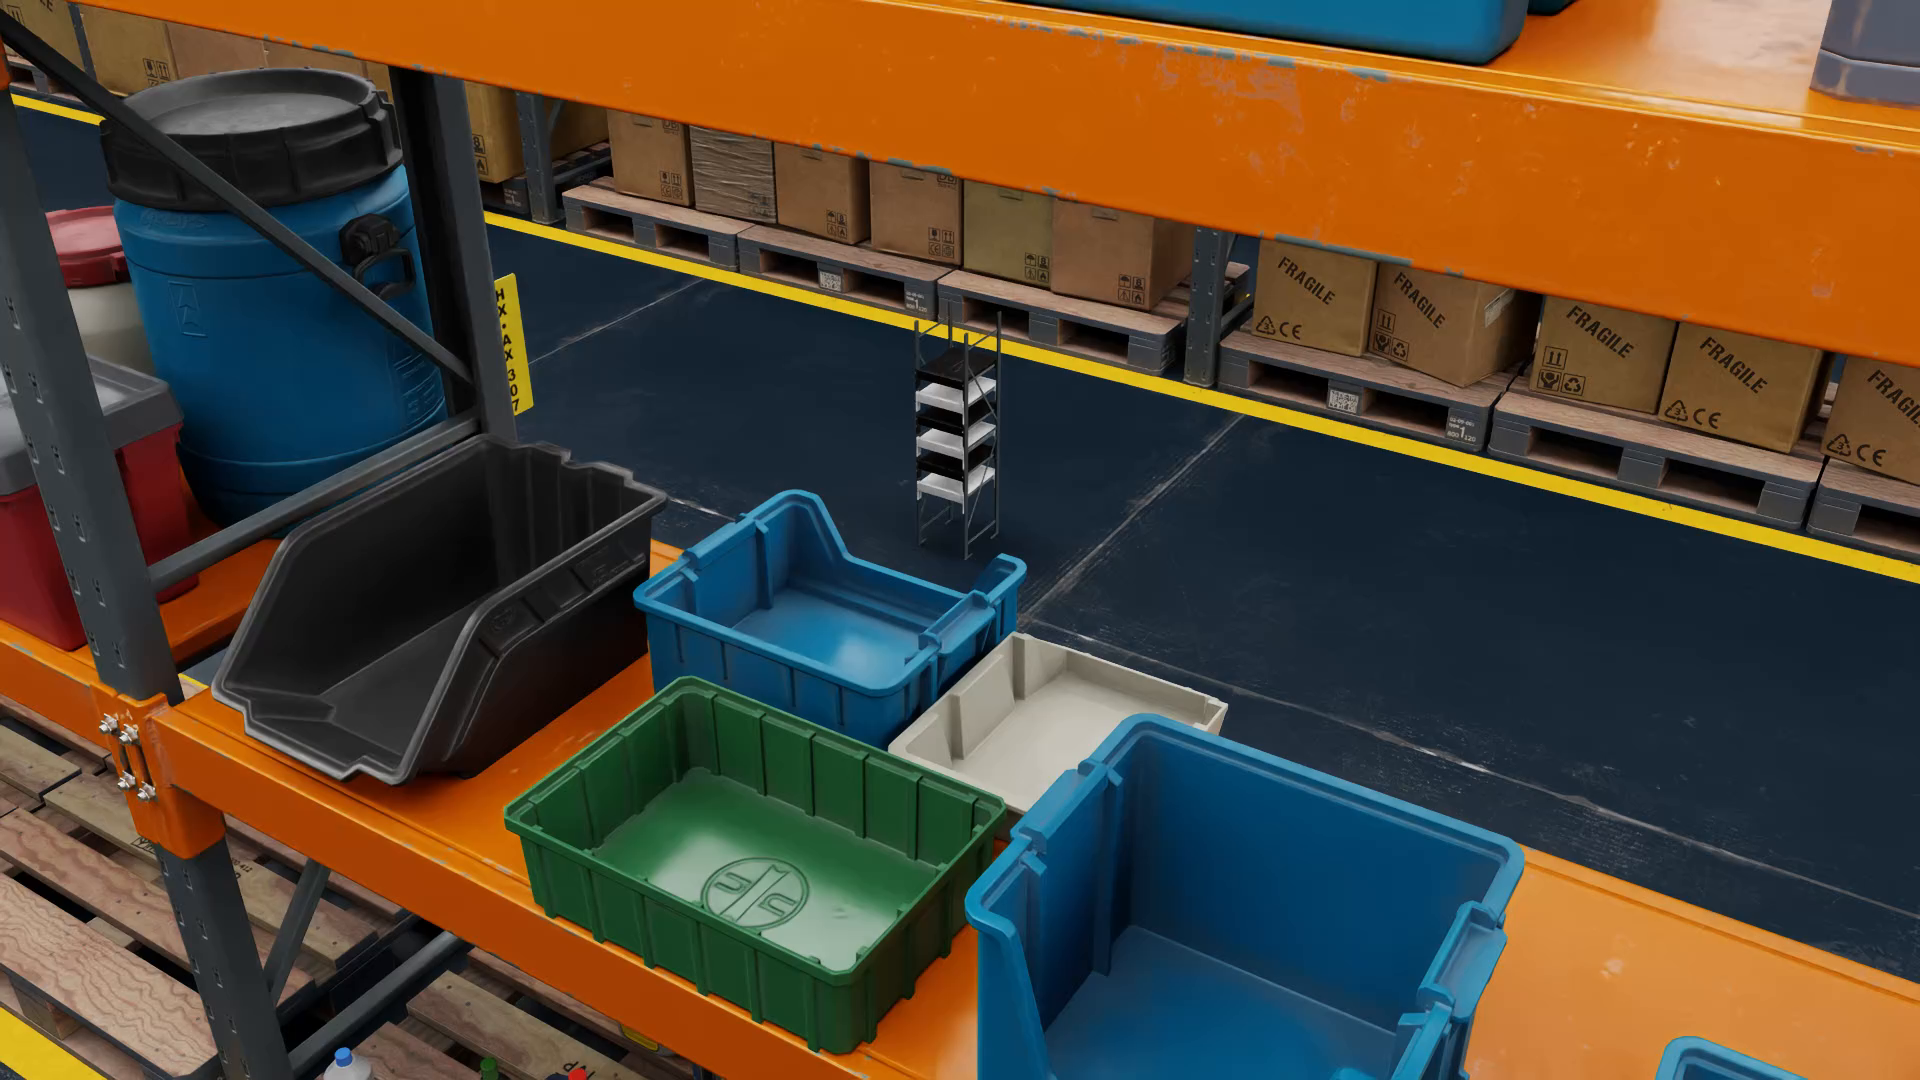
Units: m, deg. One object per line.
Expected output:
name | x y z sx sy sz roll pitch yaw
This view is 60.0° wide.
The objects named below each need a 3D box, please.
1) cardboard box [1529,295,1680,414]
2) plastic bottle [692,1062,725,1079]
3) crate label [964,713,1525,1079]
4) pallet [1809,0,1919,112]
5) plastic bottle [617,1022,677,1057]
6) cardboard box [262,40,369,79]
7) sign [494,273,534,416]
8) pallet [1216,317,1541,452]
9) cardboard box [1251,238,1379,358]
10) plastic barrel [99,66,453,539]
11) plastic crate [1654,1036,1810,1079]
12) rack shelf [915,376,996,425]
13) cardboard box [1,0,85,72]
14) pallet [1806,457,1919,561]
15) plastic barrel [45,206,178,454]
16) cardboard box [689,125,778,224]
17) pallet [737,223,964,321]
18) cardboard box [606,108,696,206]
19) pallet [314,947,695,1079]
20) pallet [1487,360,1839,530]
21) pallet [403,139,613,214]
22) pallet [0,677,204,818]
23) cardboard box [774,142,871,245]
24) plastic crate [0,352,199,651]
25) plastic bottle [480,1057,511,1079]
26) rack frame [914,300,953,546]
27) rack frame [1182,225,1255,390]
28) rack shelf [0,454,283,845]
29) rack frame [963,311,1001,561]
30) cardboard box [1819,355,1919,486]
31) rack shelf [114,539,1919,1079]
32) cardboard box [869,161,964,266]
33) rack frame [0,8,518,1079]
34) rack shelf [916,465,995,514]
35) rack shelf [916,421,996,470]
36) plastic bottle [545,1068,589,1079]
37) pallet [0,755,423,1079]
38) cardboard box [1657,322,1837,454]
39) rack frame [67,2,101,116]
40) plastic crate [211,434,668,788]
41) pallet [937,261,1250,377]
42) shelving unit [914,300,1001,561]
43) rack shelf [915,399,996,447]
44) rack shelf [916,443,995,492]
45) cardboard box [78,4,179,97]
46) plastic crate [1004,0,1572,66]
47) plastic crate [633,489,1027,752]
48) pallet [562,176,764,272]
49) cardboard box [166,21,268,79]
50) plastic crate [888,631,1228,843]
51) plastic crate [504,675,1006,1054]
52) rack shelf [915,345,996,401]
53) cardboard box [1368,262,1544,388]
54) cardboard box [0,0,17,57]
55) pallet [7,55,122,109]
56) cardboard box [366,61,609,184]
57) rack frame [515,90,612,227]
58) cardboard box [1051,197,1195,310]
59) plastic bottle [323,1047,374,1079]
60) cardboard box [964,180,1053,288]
cardboard box | 2.689 -0.888 6.859 0.500 0.500 0.500 14 33 23
plastic bottle | -0.515 1.078 3.692 0.135 0.276 0.152 18 35 27
crate label | 0.367 0.599 2.211 0.616 0.435 0.502 18 35 27
pallet | 1.421 -0.485 1.315 1.213 0.211 1.003 18 35 27
plastic bottle | -0.696 0.986 3.775 0.185 0.351 0.144 18 35 27
cardboard box | -3.397 -2.964 10.046 0.875 0.875 1.225 18 35 27
sign | -1.016 -0.431 3.737 0.005 0.325 0.100 18 35 27
pallet | 1.902 -0.824 7.453 1.213 0.211 1.003 18 35 27
cardboard box | 1.632 -1.171 7.344 0.500 0.500 0.500 16 34 26
plastic barrel | -1.484 -0.528 3.682 0.708 0.901 0.600 18 35 27
plastic crate | 0.940 0.874 1.923 0.408 0.251 0.499 18 35 27
rack shelf | -0.007 -0.518 5.953 0.200 0.077 0.258 18 35 27
cardboard box | -5.977 -3.811 11.497 0.875 0.875 0.875 18 35 27
pallet | 3.969 -0.170 6.332 1.213 0.211 1.003 18 35 27
plastic barrel | -2.012 -0.488 3.975 0.433 0.535 0.433 0 30 0
cardboard box | -1.018 -2.061 8.850 0.500 0.500 0.700 15 33 23
pallet | -0.383 -1.523 8.651 1.213 0.211 1.003 18 35 27
cardboard box | -1.495 -2.204 9.095 0.500 0.500 0.700 16 34 25
pallet | -0.772 1.323 3.773 1.213 0.211 1.003 18 35 27
pallet | 2.940 -0.497 6.893 1.213 0.211 1.003 18 35 27
pallet | -2.701 -2.304 9.989 1.213 0.211 1.003 18 35 27
pallet | -3.042 0.605 5.003 1.213 0.211 1.003 18 35 27
cardboard box | -0.534 -1.912 8.595 0.500 0.500 0.700 21 36 31
plastic crate | -1.891 -0.106 3.391 0.583 0.464 0.402 18 35 27
plastic bottle | -0.937 1.206 3.465 0.133 0.283 0.061 18 35 27
rack frame | -0.093 -0.418 6.074 0.006 0.900 0.240 18 35 27
rack frame | 1.315 -2.193 7.032 0.127 3.000 1.000 18 35 27
rack shelf | -3.012 -0.304 4.509 4.000 0.370 1.077 18 35 27
rack frame | 0.079 -0.364 5.980 0.006 0.900 0.240 18 35 27
cardboard box | 3.658 -0.543 6.268 0.500 0.500 0.500 -25 38 -36
rack shelf | 0.376 0.767 2.672 4.000 0.370 1.077 18 35 27
cardboard box | -0.062 -1.763 8.339 0.500 0.500 0.700 14 33 23
rack frame | -1.318 -0.079 3.409 0.127 3.000 1.000 18 35 27
rack shelf | -0.007 -0.207 6.134 0.200 0.077 0.258 18 35 27
rack shelf | -0.007 -0.362 6.044 0.200 0.077 0.258 18 35 27
plastic bottle | -0.779 1.207 3.397 0.185 0.351 0.144 18 35 27
pallet | -2.004 0.931 4.444 1.213 0.211 1.003 18 35 27
cardboard box | 3.138 -0.719 6.570 0.500 0.500 0.500 21 36 32
rack frame | -5.461 -4.336 10.706 0.127 3.000 1.000 18 35 27
plastic crate | -0.942 0.142 3.091 0.504 0.338 0.767 18 35 27
pallet | 0.655 -1.197 8.092 1.213 0.211 1.003 18 35 27
shelving unit | -0.007 -0.391 6.027 0.210 0.900 0.258 18 35 27
rack shelf | -0.007 -0.440 5.998 0.200 0.077 0.258 18 35 27
rack shelf | -0.007 -0.284 6.089 0.200 0.077 0.258 18 35 27
cardboard box | -4.908 -3.437 10.856 0.875 0.875 1.225 18 35 27
plastic crate | 0.294 -0.679 1.476 0.575 0.384 0.392 18 35 27
plastic crate | -0.237 0.166 3.137 0.616 0.251 0.499 18 35 27
pallet | -1.412 -1.850 9.212 1.213 0.211 1.003 18 35 27
cardboard box | -4.151 -3.198 10.447 0.875 0.875 1.225 16 34 26
plastic crate | 0.192 0.362 2.915 0.437 0.136 0.530 18 35 27
plastic crate | -0.319 0.496 2.633 0.662 0.188 0.450 18 35 27
rack shelf | -0.007 -0.595 5.908 0.200 0.077 0.258 18 35 27
cardboard box | 2.122 -1.020 7.086 0.500 0.500 0.500 -23 37 -33
cardboard box | -6.740 -4.052 11.911 0.875 0.875 0.875 18 35 27
pallet | -6.063 -3.369 11.815 1.213 0.211 1.003 18 35 27
cardboard box | -2.646 -2.722 9.631 0.875 0.875 1.225 16 34 25
rack frame | -2.073 -3.265 8.869 0.127 3.000 1.000 18 35 27
cardboard box | 0.806 -1.477 7.849 0.500 0.500 0.700 15 33 24
plastic bottle | -1.281 1.182 3.519 0.097 0.271 0.097 0 30 0
cardboard box | 0.412 -1.613 8.082 0.500 0.500 0.700 17 34 27
